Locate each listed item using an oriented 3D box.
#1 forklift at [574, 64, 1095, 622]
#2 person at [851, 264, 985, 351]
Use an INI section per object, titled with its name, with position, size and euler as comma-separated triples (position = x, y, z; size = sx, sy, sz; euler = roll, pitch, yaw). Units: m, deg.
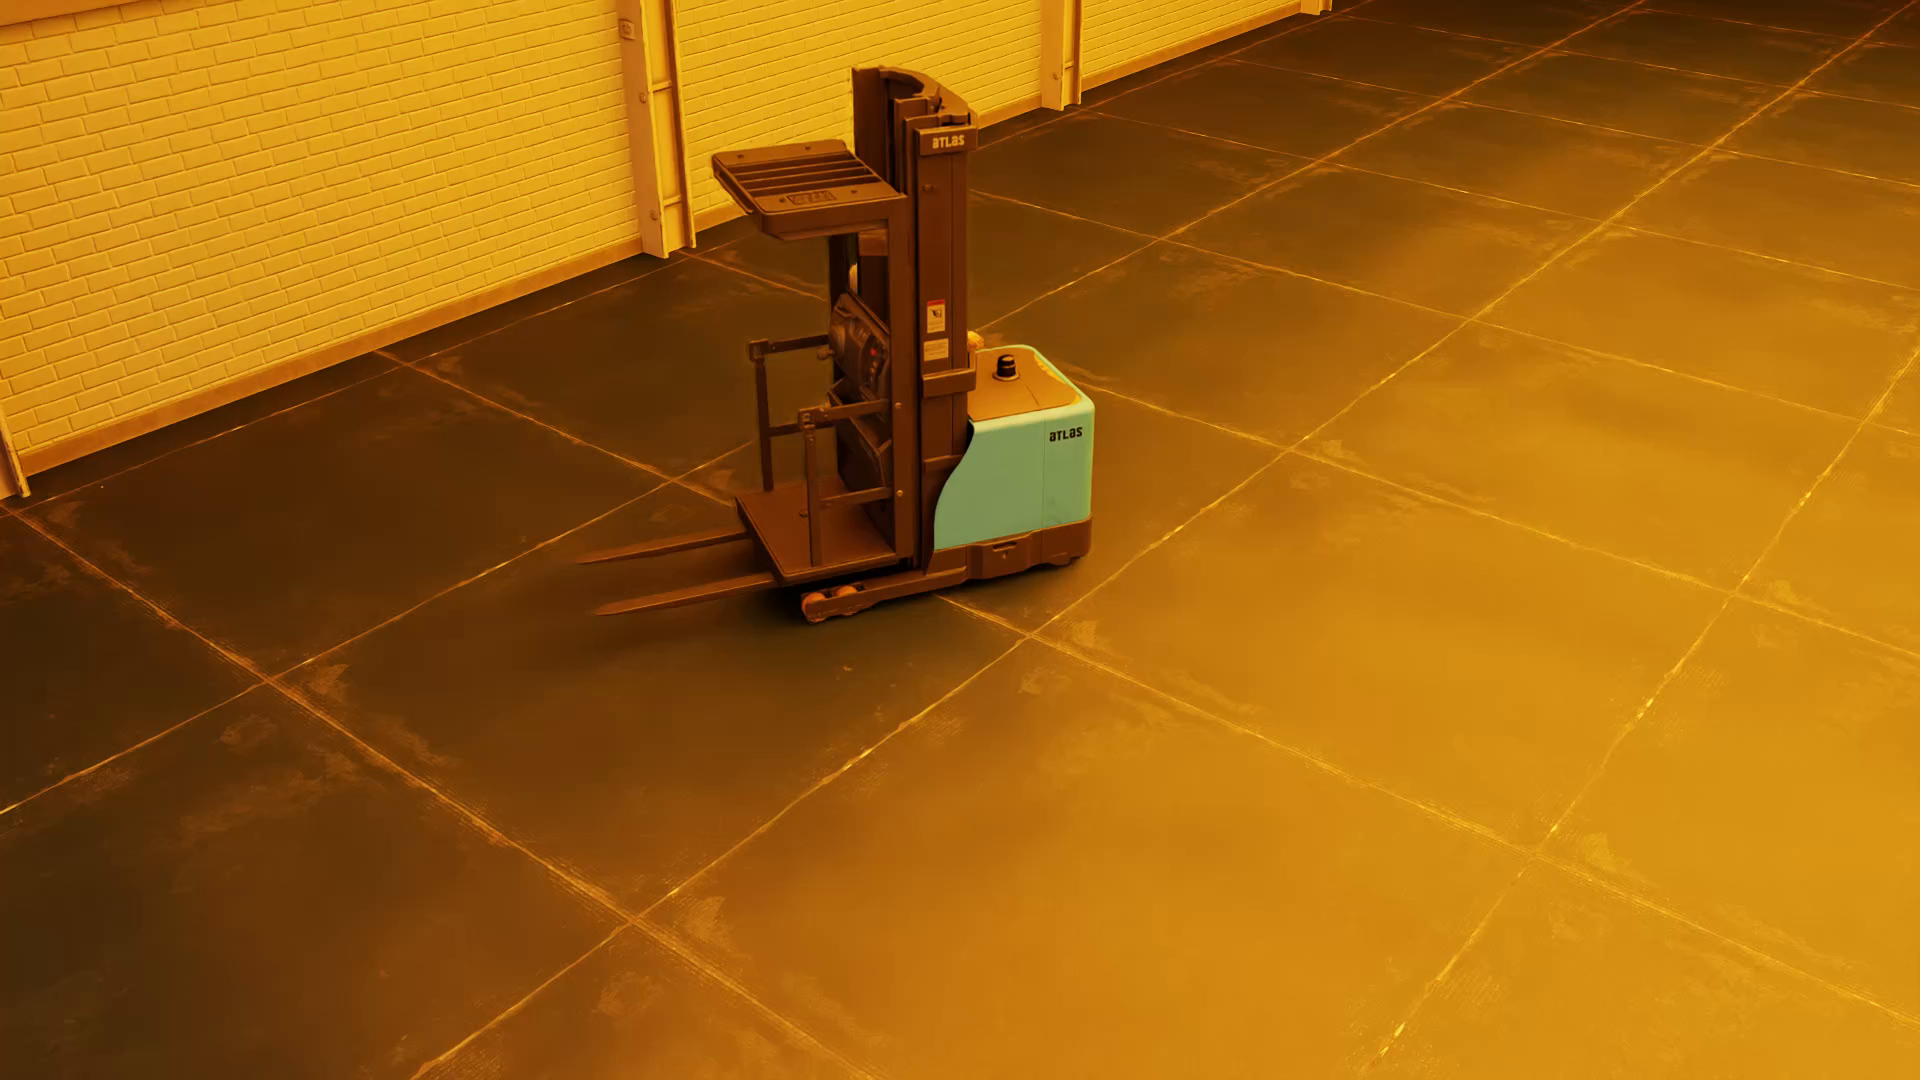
[forklift]
position = -0.761, -1.089, 9.459
size = 3.031, 2.935, 1.130
euler = -11, 32, -19
[person]
position = -0.311, -1.320, 11.182
size = 0.757, 1.599, 0.854
euler = -15, 33, -24
